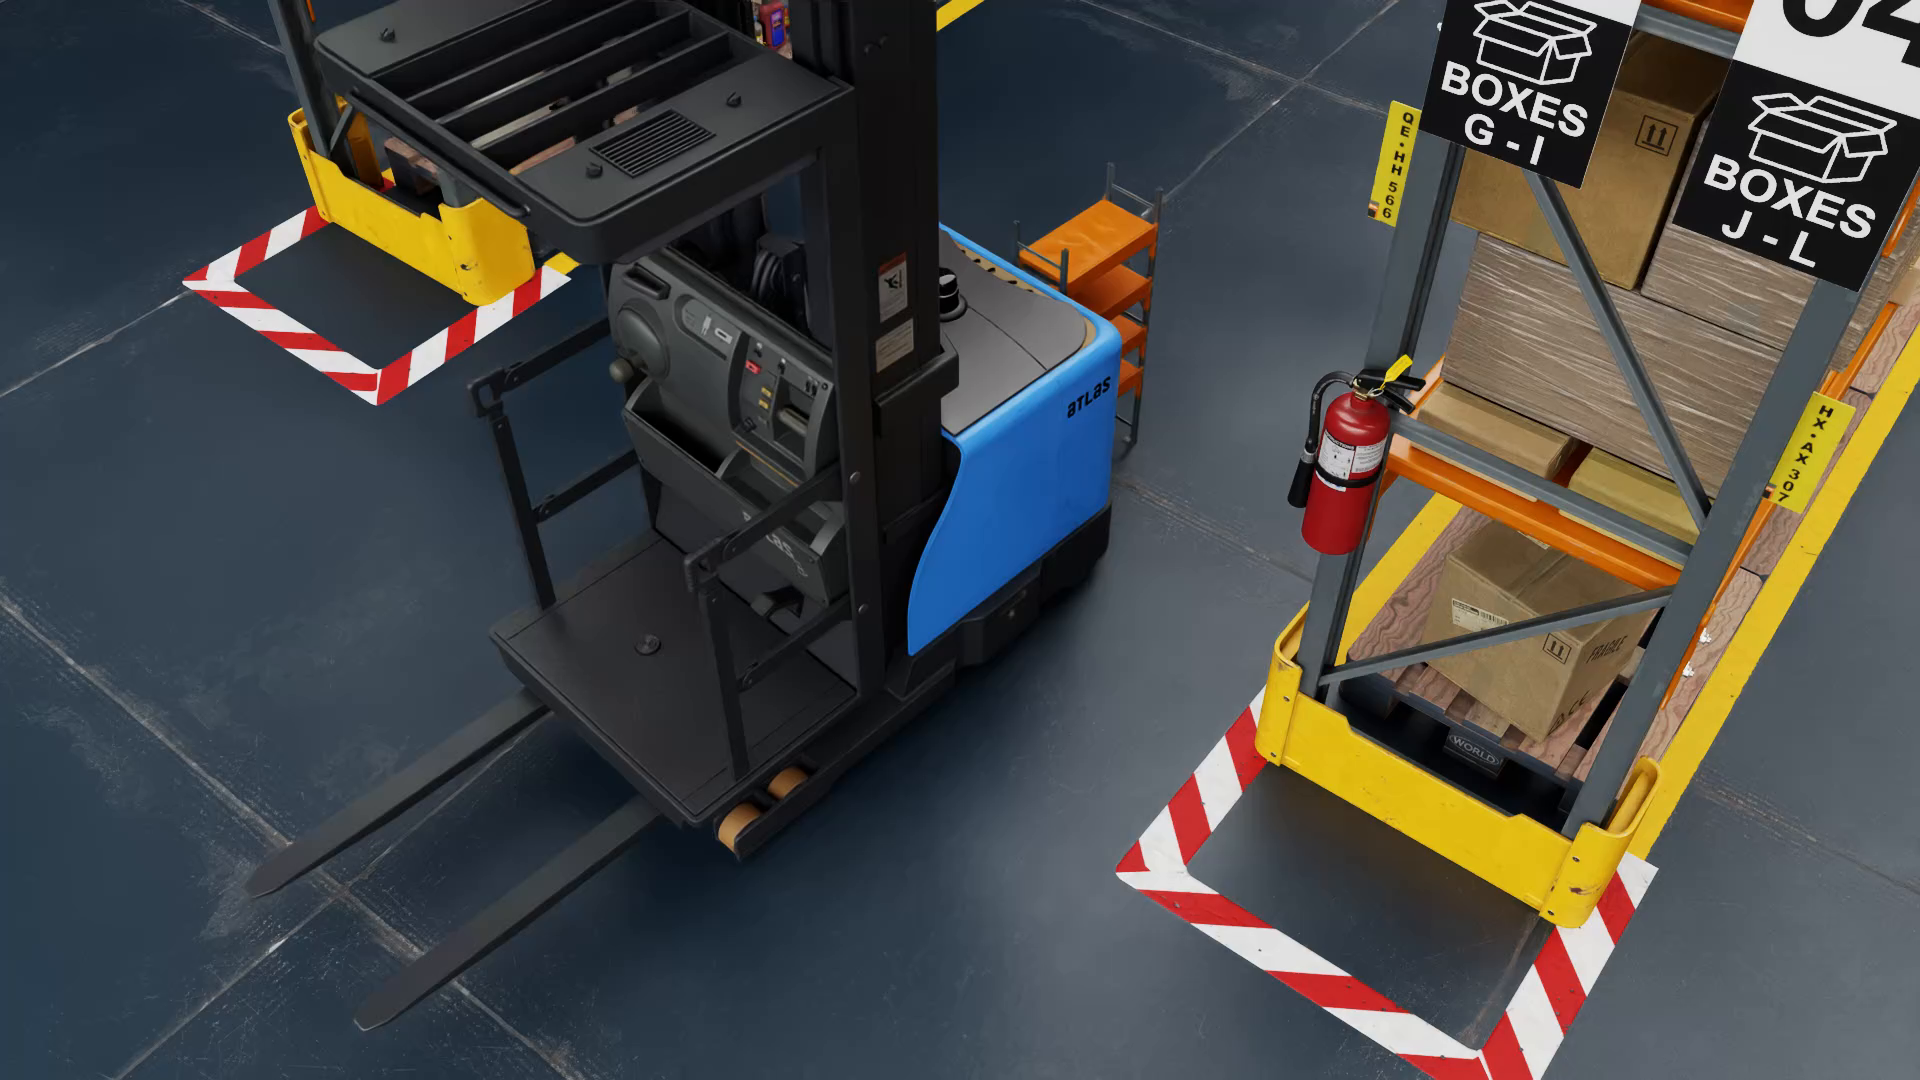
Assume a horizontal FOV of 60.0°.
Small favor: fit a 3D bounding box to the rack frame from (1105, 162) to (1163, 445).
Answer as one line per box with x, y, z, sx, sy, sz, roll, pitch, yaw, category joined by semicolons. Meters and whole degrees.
0.611;-0.855;6.237;0.240;1.200;0.015;35;56;29;rack frame

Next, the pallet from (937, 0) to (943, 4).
-0.432;-3.285;9.242;1.003;0.211;1.213;29;53;25;pallet

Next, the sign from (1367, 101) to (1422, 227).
1.058;-0.902;4.018;0.100;0.325;0.005;29;53;25;sign

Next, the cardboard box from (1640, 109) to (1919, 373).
2.037;-0.813;3.986;0.500;0.500;0.500;29;53;25;cardboard box

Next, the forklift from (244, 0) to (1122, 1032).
-0.841;-0.439;4.642;1.130;2.935;3.031;35;56;29;forklift

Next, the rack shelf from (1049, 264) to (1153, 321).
0.441;-0.837;6.003;0.258;0.148;0.480;35;56;29;rack shelf

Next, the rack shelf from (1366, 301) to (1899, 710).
2.708;-1.032;5.659;1.077;0.370;4.000;29;53;25;rack shelf

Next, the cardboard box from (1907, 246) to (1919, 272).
2.348;-1.096;4.256;0.500;0.500;0.500;29;53;25;cardboard box

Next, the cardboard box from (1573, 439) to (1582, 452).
1.649;-0.446;4.776;0.380;0.149;0.250;29;53;25;cardboard box

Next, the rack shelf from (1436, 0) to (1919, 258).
2.708;-2.068;4.574;1.077;0.370;4.000;29;53;25;rack shelf

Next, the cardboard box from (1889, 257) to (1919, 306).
2.842;-0.922;5.230;0.380;0.149;0.250;29;53;25;cardboard box

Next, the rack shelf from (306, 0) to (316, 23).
-1.211;-3.222;7.750;1.077;0.370;4.000;29;53;25;rack shelf

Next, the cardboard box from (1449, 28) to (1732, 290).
1.626;-1.043;4.205;0.500;0.500;0.500;29;53;25;cardboard box

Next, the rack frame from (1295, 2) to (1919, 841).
1.485;-0.136;4.305;1.000;3.000;0.127;29;53;25;rack frame

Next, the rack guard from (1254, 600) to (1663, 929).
1.532;0.684;5.251;1.175;0.500;0.348;29;53;25;rack guard

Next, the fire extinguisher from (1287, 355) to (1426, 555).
1.050;-0.247;4.465;0.296;0.674;0.183;29;53;25;fire extinguisher

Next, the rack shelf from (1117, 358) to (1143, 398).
0.441;-0.545;6.308;0.258;0.148;0.480;35;56;29;rack shelf

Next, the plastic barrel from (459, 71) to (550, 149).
-2.092;-2.022;7.537;0.421;0.512;0.421;0;46;0;plastic barrel

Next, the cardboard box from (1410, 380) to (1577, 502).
1.496;-0.303;4.639;0.380;0.149;0.250;29;53;25;cardboard box

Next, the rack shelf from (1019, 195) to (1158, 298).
0.441;-1.000;5.832;0.258;0.148;0.480;35;56;29;rack shelf

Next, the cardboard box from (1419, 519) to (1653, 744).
1.880;0.233;5.392;0.500;0.500;0.500;-33;54;-27;cardboard box

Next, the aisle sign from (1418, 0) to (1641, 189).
1.210;-1.131;3.458;0.394;0.787;0.004;29;53;25;aisle sign

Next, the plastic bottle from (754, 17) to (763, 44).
-1.016;-2.470;8.166;0.097;0.201;0.097;0;46;0;plastic bottle

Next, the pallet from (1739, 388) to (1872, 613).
2.803;-0.360;6.448;1.003;0.211;1.213;29;53;25;pallet

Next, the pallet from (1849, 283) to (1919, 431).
3.548;-1.062;7.118;1.003;0.211;1.213;29;53;25;pallet

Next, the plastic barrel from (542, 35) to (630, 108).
-1.786;-2.308;7.811;0.421;0.512;0.421;0;46;0;plastic barrel

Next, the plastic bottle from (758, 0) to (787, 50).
-0.926;-2.560;8.196;0.061;0.283;0.133;30;53;26;plastic bottle

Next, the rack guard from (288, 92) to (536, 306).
-2.425;-1.526;7.362;1.175;0.500;0.348;29;53;25;rack guard

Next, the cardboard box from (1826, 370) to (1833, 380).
2.476;-0.670;4.989;0.380;0.149;0.250;29;53;25;cardboard box

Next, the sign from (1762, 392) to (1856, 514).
1.915;-0.195;3.763;0.100;0.325;0.005;29;53;25;sign

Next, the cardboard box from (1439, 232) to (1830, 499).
1.843;-0.576;4.451;0.875;0.500;0.500;29;53;25;cardboard box

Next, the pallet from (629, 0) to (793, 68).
-1.178;-2.584;8.573;1.003;0.211;1.213;29;53;25;pallet

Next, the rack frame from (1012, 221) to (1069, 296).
0.270;-0.602;5.996;0.240;1.200;0.015;35;56;29;rack frame

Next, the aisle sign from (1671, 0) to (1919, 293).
1.685;-0.866;3.205;0.394;0.787;0.004;29;53;25;aisle sign

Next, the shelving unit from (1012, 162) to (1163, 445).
0.441;-0.728;6.116;0.258;1.200;0.503;35;56;29;shelving unit

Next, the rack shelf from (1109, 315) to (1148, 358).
0.441;-0.682;6.165;0.258;0.148;0.480;35;56;29;rack shelf

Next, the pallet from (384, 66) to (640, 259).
-1.924;-1.889;7.909;1.003;0.211;1.213;29;53;25;pallet

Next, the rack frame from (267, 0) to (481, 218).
-2.434;-2.326;6.397;1.000;3.000;0.127;29;53;25;rack frame

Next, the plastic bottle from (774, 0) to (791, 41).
-0.870;-2.631;8.271;0.097;0.271;0.097;0;46;0;plastic bottle

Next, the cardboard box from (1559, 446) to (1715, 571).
1.848;-0.107;4.451;0.380;0.149;0.250;29;53;25;cardboard box

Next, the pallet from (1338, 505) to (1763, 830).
2.056;0.335;5.784;1.003;0.211;1.213;29;53;25;pallet
